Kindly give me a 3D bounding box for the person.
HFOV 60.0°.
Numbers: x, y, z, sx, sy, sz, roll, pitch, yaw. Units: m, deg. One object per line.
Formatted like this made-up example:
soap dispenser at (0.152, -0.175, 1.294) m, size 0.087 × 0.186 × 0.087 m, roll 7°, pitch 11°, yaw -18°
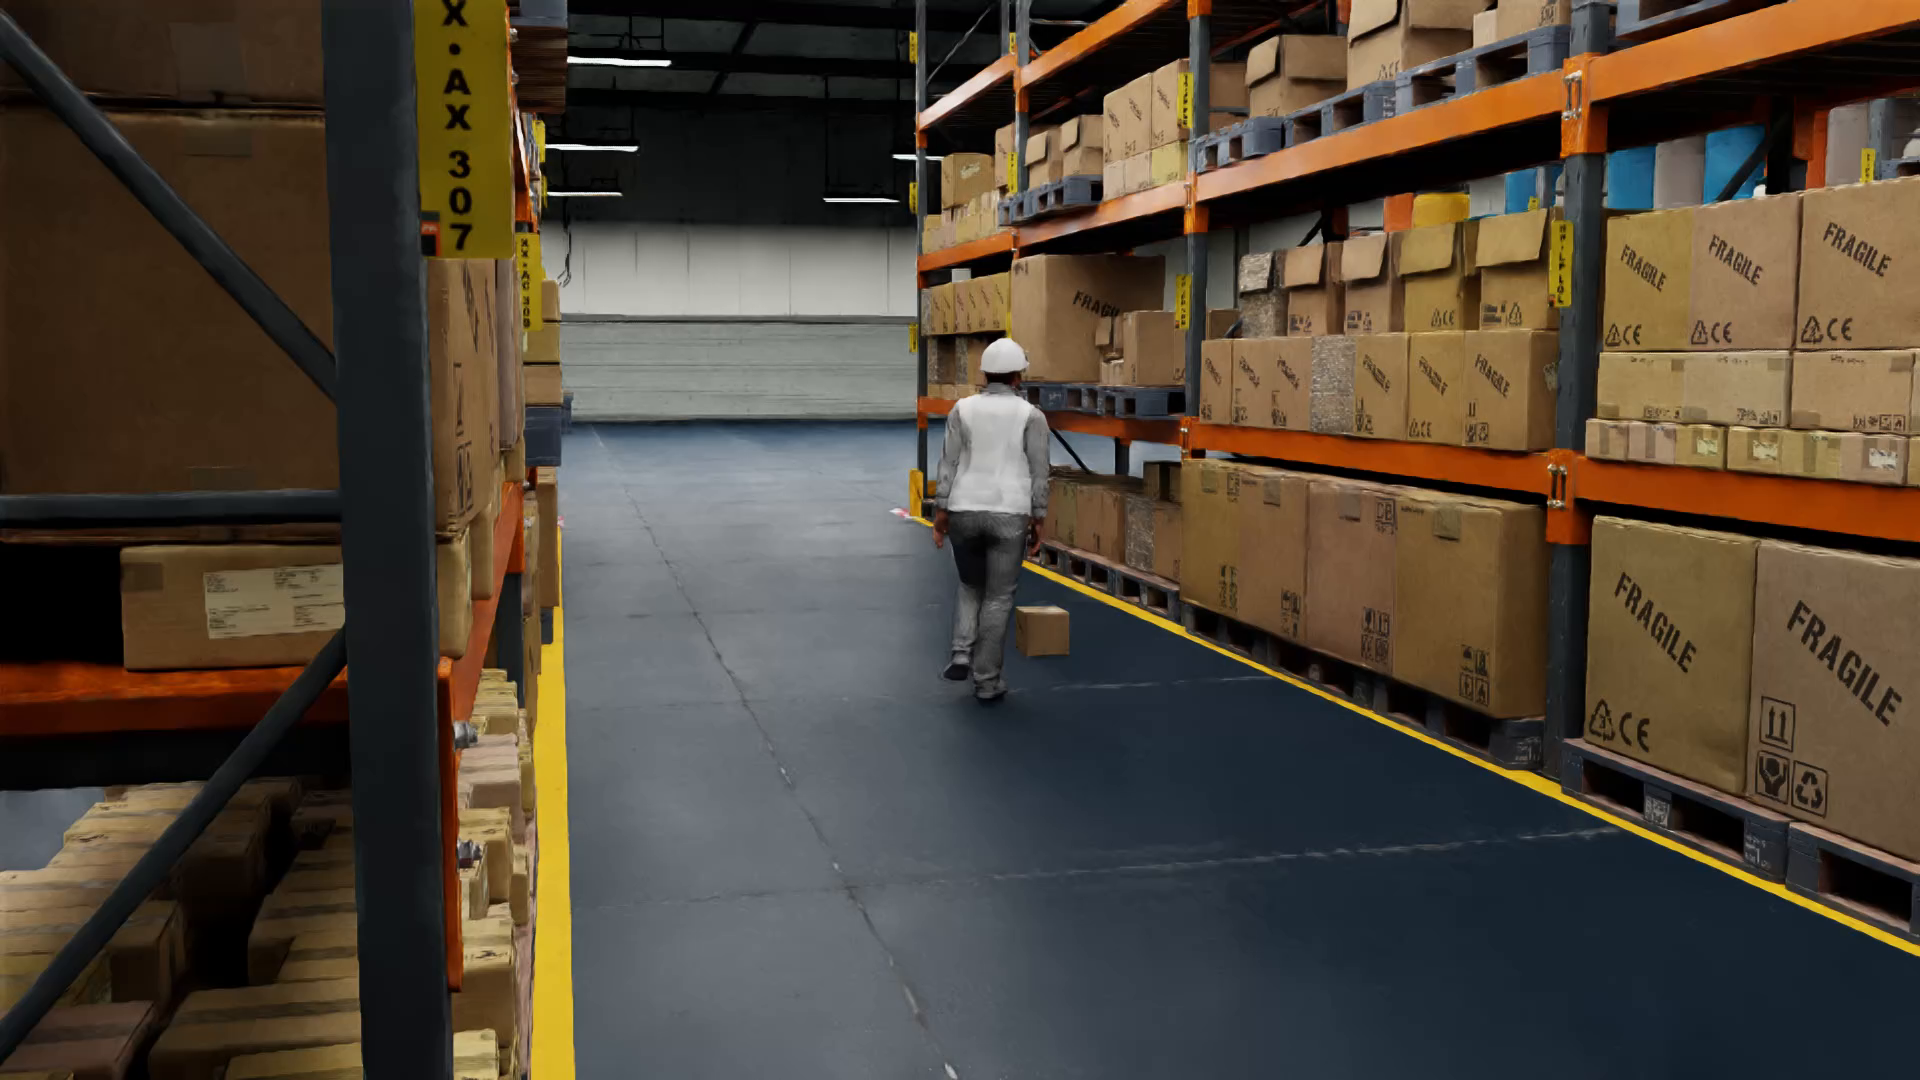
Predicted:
person at (0.168, -0.117, 8.259) m, size 0.566 × 1.762 × 0.508 m, roll 2°, pitch 6°, yaw 19°
